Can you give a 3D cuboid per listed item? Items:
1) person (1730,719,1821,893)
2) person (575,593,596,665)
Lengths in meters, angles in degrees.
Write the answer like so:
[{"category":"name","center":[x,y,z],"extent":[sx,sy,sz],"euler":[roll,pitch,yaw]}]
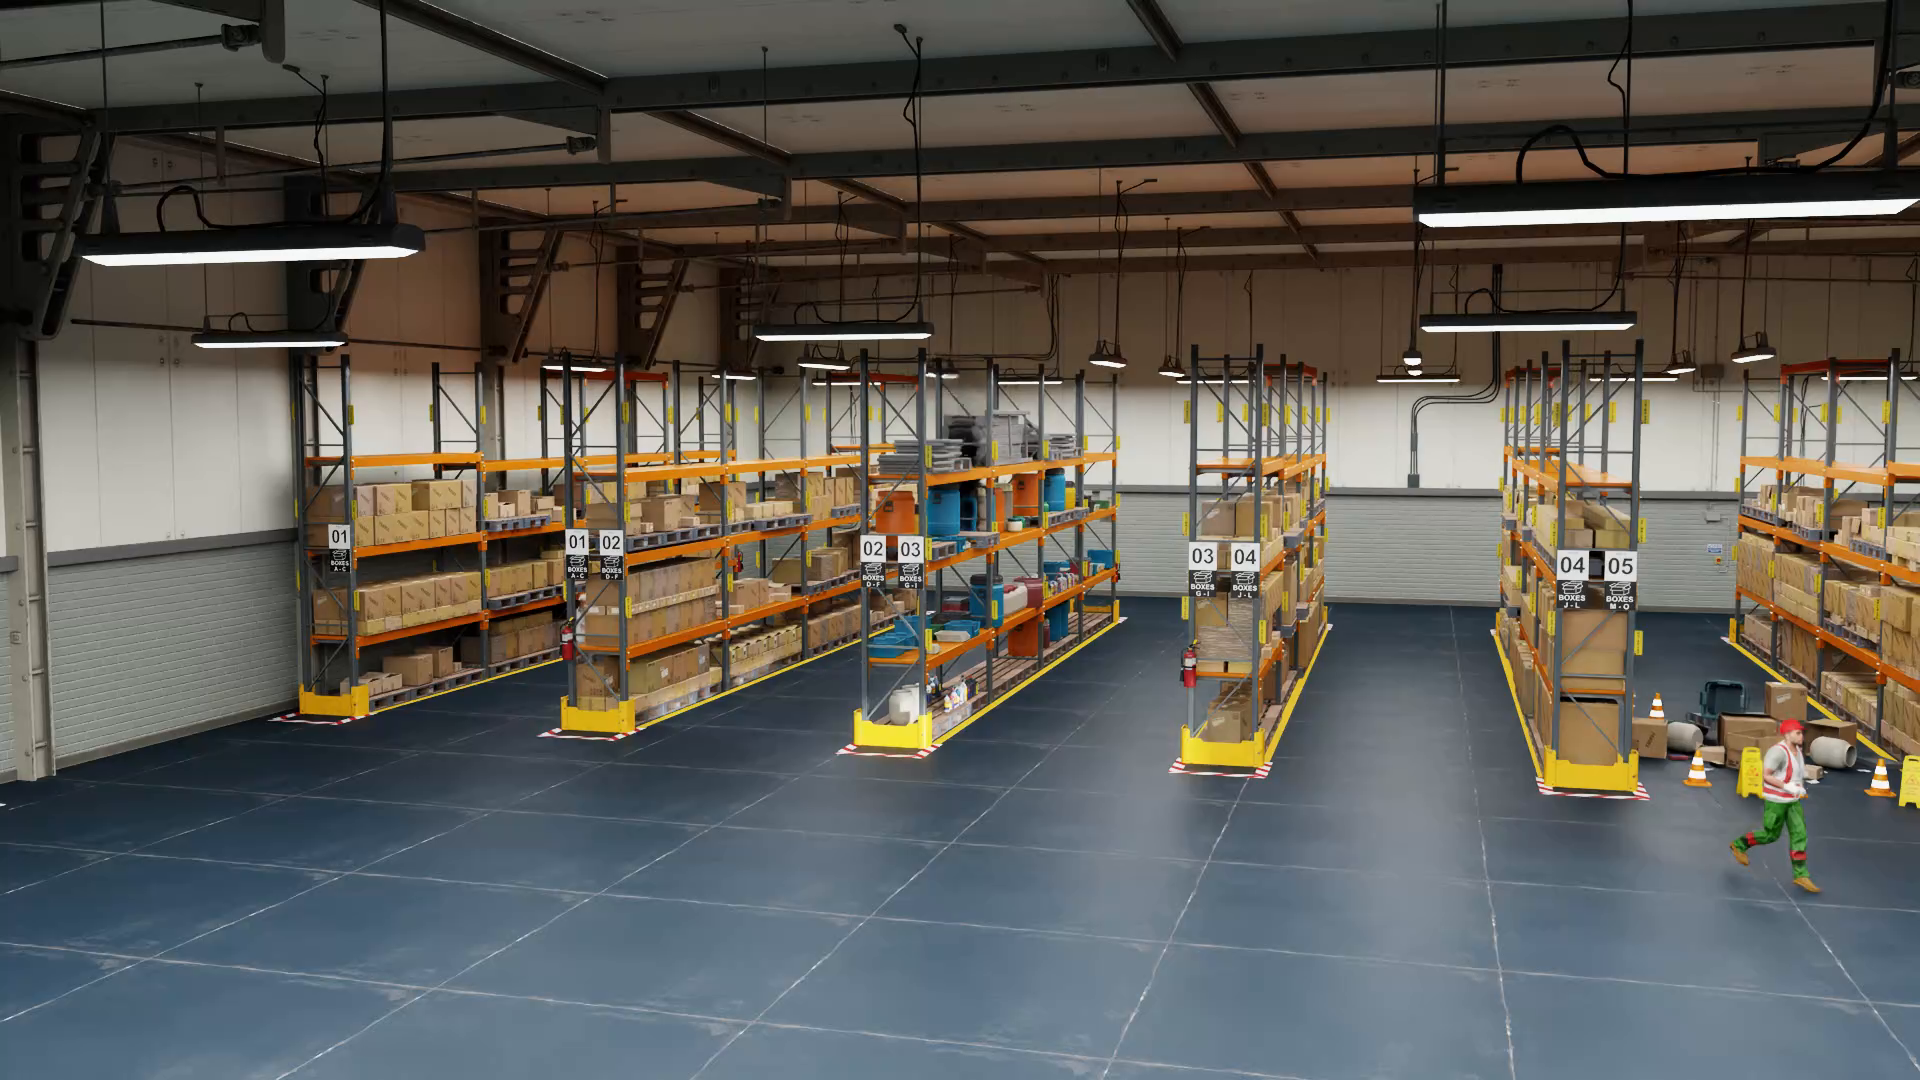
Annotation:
[{"category":"person","center":[8.757,2.779,17.775],"extent":[0.685,1.773,1.031],"euler":[-3,5,-34]},{"category":"person","center":[-6.833,1.847,30.346],"extent":[0.681,1.779,0.821],"euler":[1,4,7]}]
